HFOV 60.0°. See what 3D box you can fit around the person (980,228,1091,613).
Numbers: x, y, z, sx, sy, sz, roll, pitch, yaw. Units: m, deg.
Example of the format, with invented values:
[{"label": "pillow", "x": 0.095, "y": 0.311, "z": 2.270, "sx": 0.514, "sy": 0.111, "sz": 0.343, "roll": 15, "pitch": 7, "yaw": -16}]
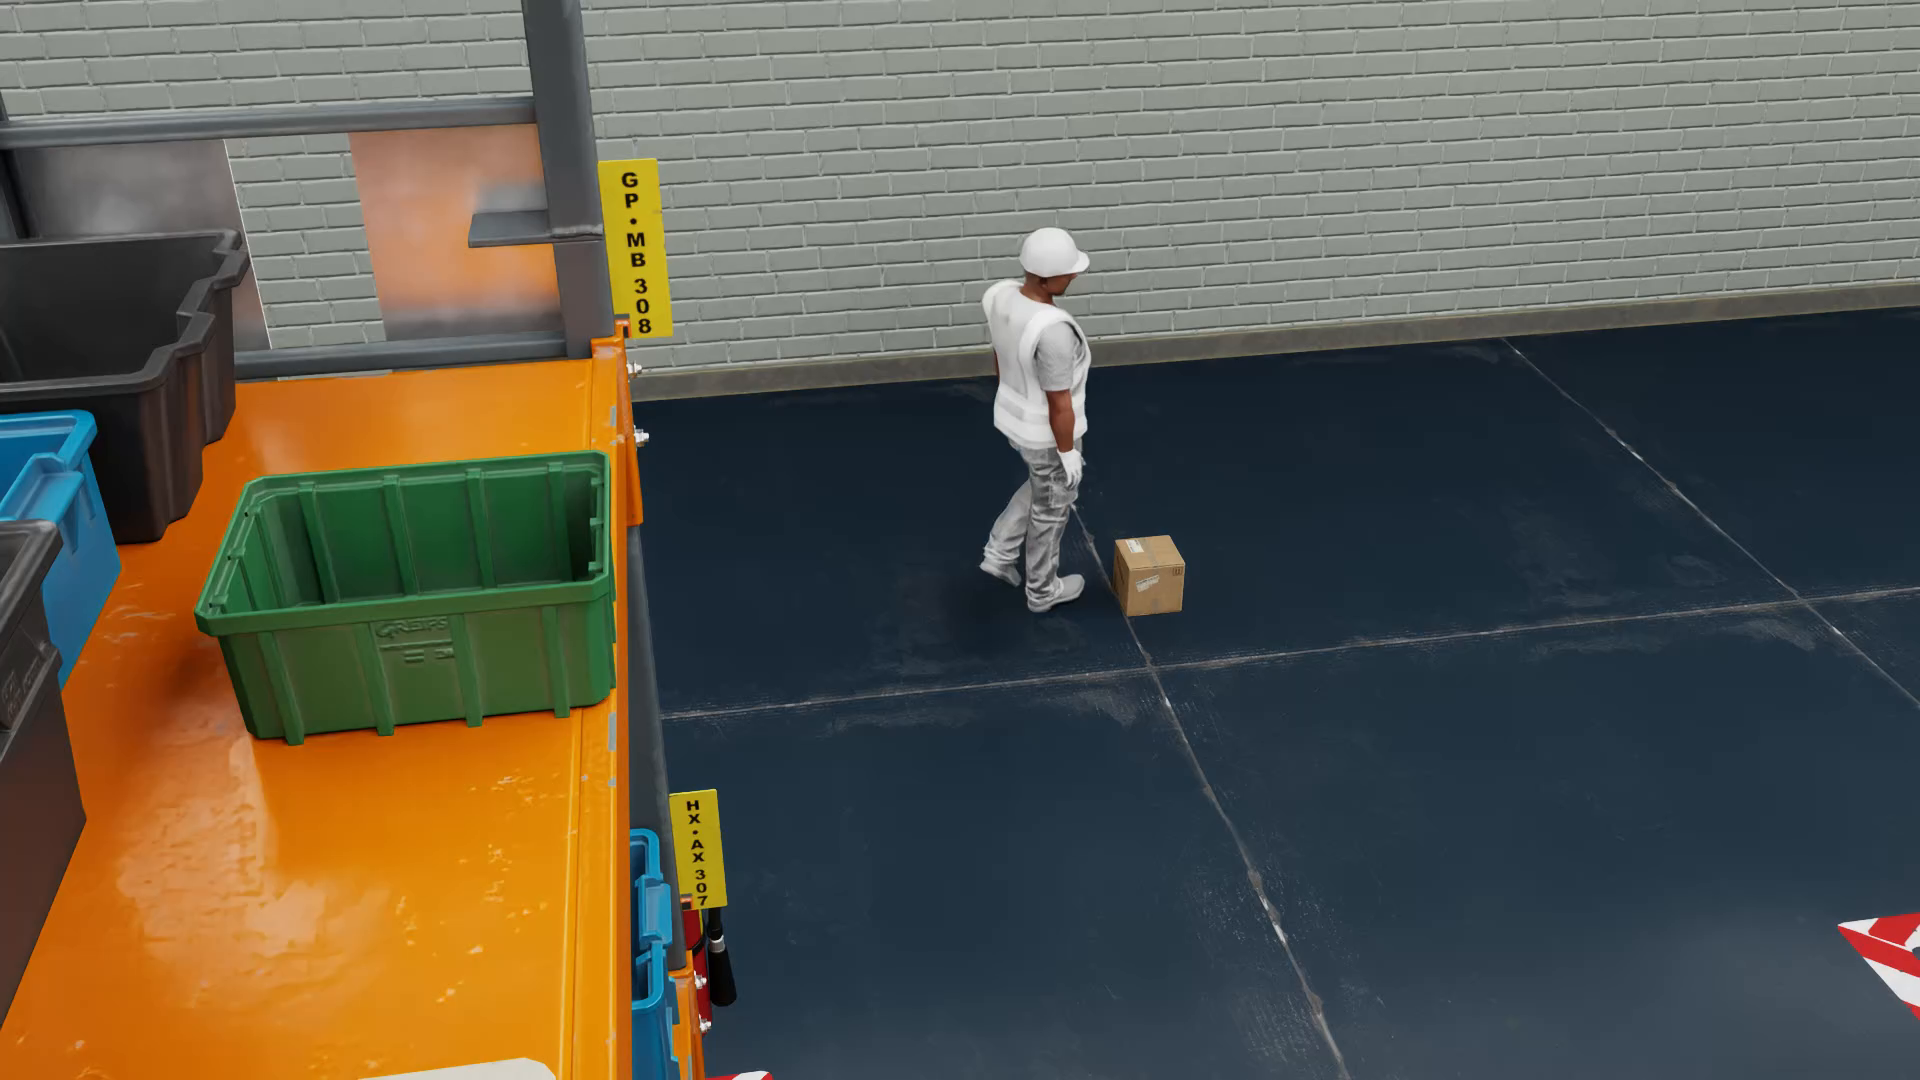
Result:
[{"label": "person", "x": 0.368, "y": -0.475, "z": 6.911, "sx": 0.460, "sy": 1.783, "sz": 0.595, "roll": -16, "pitch": 34, "yaw": -25}]
